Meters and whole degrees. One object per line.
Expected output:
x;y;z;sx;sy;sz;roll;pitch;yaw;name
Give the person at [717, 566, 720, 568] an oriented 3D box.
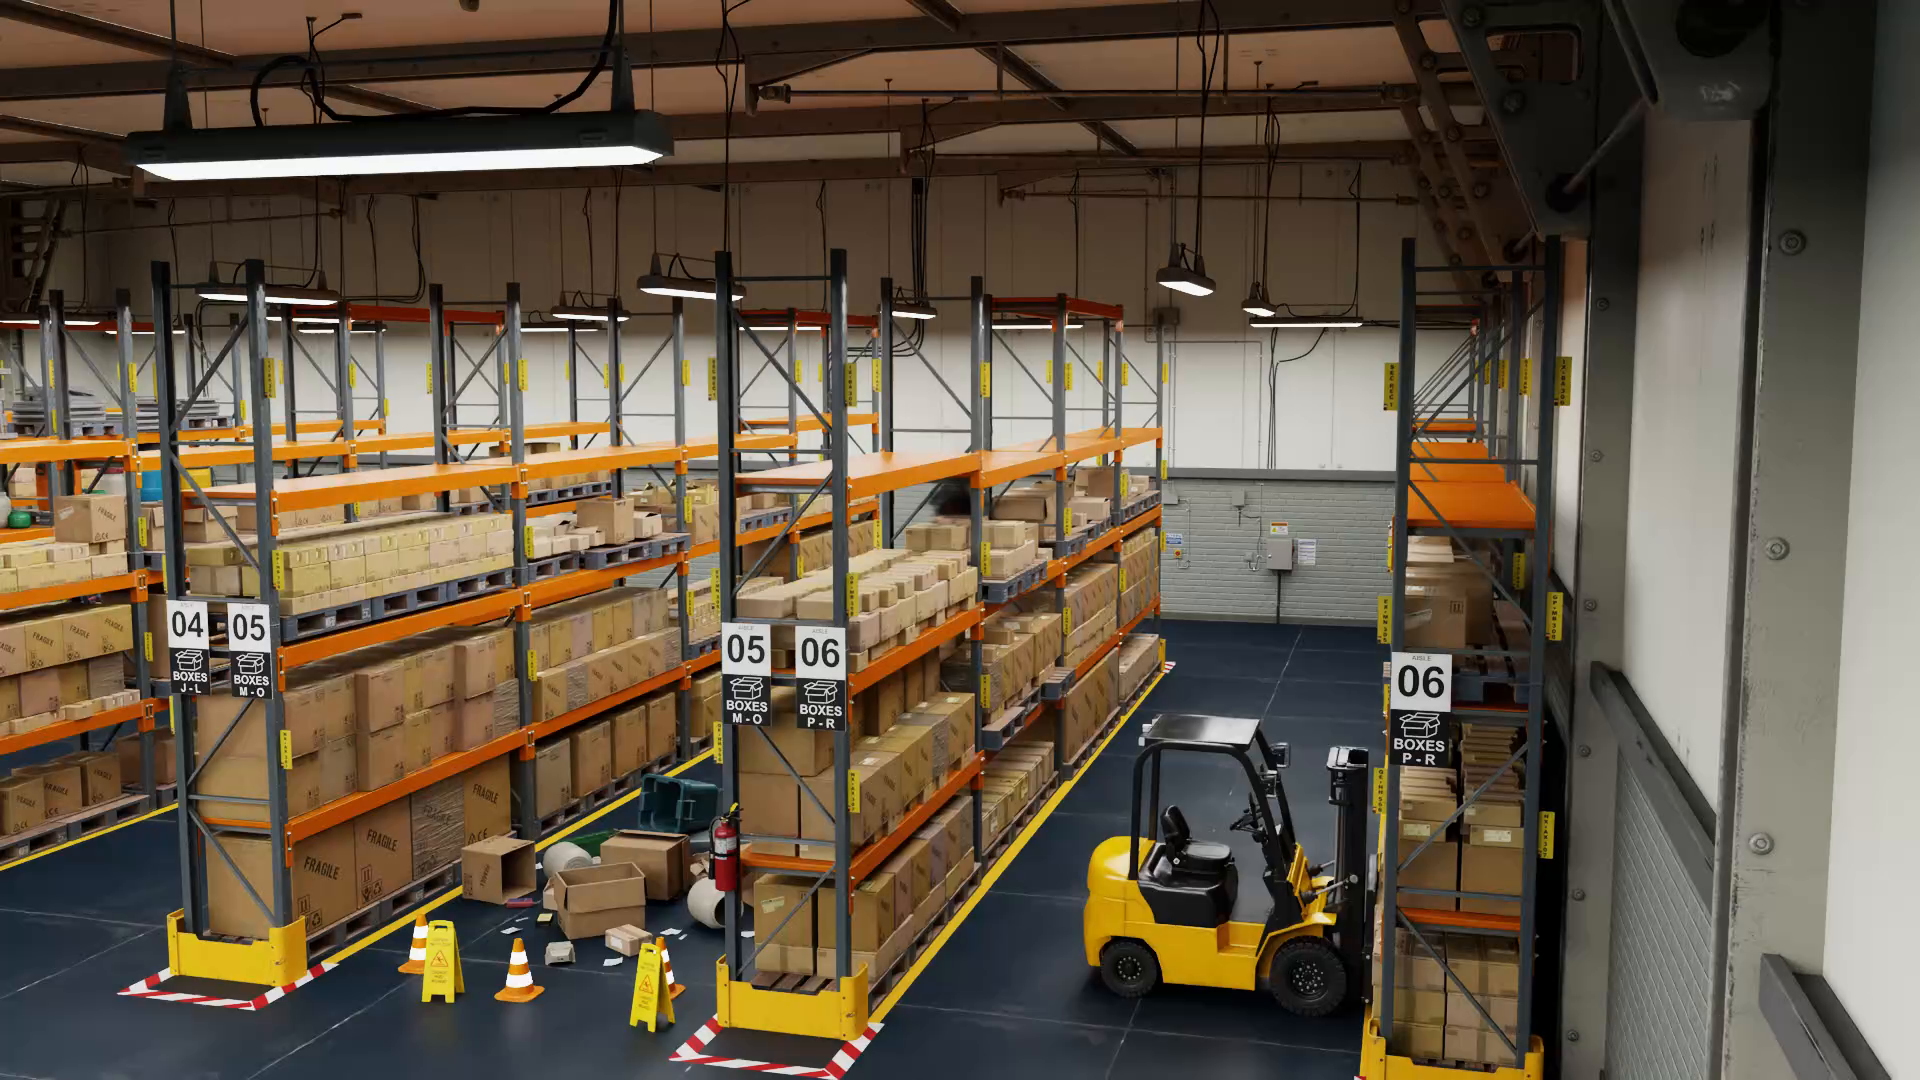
-4.098;1.311;28.423;0.672;1.736;0.608;3;7;26;person
